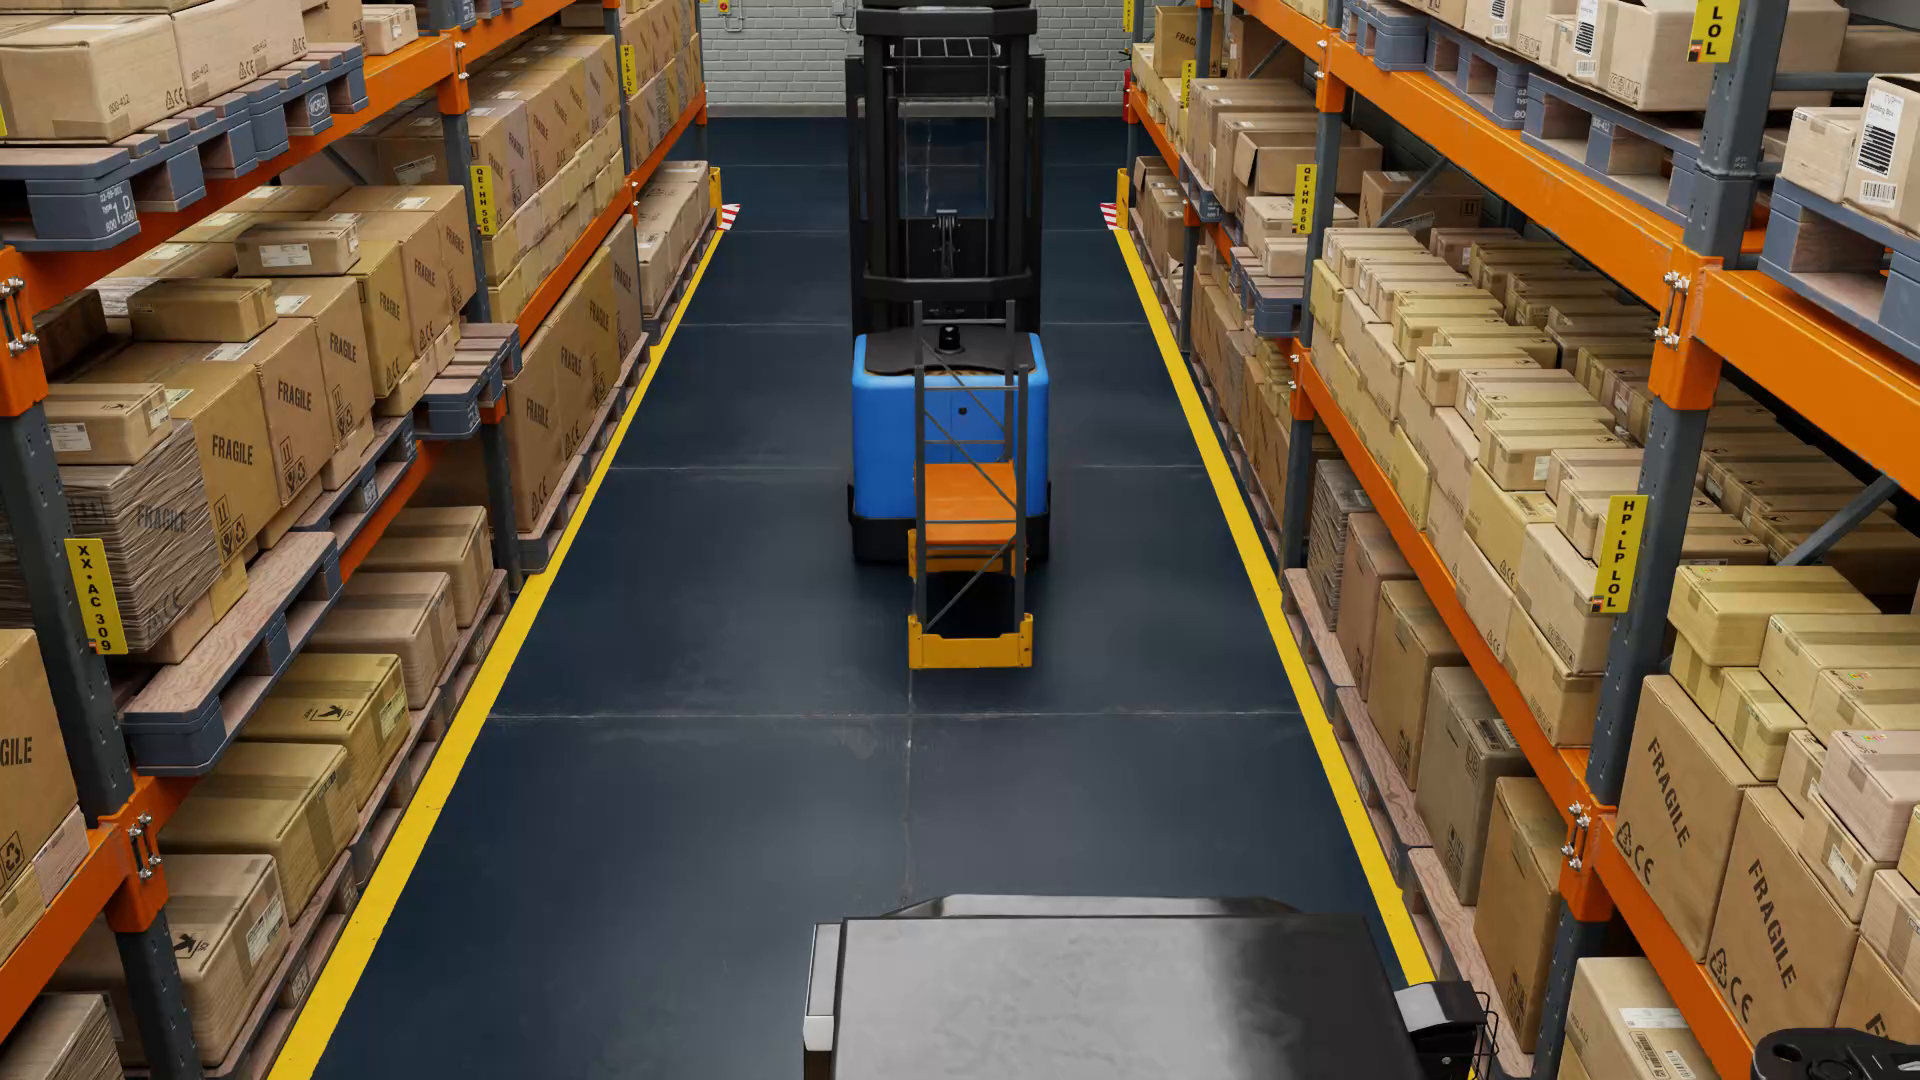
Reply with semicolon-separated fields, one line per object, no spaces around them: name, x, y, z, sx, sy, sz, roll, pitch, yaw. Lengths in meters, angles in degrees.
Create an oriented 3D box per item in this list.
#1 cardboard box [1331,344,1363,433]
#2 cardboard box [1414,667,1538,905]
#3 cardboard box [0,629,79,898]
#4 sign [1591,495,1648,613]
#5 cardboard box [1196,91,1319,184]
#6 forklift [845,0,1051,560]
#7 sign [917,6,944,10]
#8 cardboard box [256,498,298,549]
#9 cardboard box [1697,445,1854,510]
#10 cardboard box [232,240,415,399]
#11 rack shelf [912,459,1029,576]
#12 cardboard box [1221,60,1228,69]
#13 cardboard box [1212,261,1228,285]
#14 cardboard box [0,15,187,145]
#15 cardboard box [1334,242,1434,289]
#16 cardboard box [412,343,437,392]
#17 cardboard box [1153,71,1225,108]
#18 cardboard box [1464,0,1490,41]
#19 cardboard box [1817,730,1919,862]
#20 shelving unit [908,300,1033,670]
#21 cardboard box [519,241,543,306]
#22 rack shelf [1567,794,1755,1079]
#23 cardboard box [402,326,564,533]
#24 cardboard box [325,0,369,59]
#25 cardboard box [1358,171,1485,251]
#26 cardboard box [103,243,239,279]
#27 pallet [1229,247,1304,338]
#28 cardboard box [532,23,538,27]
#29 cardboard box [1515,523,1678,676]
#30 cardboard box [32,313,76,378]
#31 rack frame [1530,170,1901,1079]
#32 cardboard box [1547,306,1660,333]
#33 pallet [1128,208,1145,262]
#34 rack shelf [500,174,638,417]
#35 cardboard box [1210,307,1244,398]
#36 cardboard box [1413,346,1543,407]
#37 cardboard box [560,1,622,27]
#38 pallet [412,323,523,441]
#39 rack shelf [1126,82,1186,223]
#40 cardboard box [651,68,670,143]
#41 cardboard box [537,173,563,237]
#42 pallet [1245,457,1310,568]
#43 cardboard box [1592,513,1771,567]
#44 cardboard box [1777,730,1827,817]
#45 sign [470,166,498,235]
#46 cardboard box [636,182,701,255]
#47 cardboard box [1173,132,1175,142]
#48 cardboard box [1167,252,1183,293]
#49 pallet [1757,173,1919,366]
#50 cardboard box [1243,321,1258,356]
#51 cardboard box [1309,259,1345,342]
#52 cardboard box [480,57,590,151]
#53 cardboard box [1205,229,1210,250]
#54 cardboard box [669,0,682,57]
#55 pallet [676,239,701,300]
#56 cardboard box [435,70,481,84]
cardboard box;1.935;-0.666;7.265;0.500;0.250;0.500;-1;24;-2
cardboard box;2.200;0.878;6.040;0.875;0.625;0.625;0;24;-1
cardboard box;-2.492;0.547;3.918;0.500;0.500;0.500;-1;24;-2
sign;1.675;0.037;4.218;0.100;0.325;0.005;0;24;-1
cardboard box;1.918;-2.597;10.721;0.700;0.500;0.500;0;24;0
forklift;-0.088;-1.792;9.656;1.130;2.935;3.031;-1;24;-2
sign;-0.368;-6.715;20.573;0.329;0.494;0.001;0;24;-1
cardboard box;-2.470;-0.085;5.594;0.380;0.149;0.250;0;24;0
cardboard box;2.476;-0.178;5.095;0.380;0.149;0.250;0;24;-1
cardboard box;-2.483;-0.867;6.536;0.500;0.500;0.500;-2;24;-4
rack shelf;0.035;-0.126;8.145;0.538;0.185;1.000;-1;24;-2
cardboard box;2.362;-3.885;14.020;0.500;0.250;0.500;1;24;1
cardboard box;1.949;-1.859;11.457;0.380;0.149;0.250;-1;24;-2
cardboard box;-2.351;-1.186;4.265;0.500;0.250;0.500;-1;24;-2
cardboard box;1.887;-1.224;7.408;0.380;0.149;0.250;0;24;1
cardboard box;-2.433;-0.727;7.013;0.380;0.149;0.250;-1;24;-3
cardboard box;1.864;-3.674;13.554;0.500;0.250;0.500;-1;24;-2
cardboard box;1.894;-1.736;5.483;0.380;0.149;0.250;-1;24;-1
cardboard box;1.930;0.498;3.240;0.380;0.149;0.250;0;24;1
shelving unit;0.035;-0.294;8.079;0.587;1.500;1.083;-1;24;-2
cardboard box;-2.566;-1.448;8.993;0.500;0.250;0.500;-1;24;-2
rack shelf;2.240;1.674;2.781;1.077;0.370;4.000;0;24;-1
cardboard box;-2.714;-0.610;9.028;0.875;0.875;0.875;0;24;-1
cardboard box;-2.789;-2.124;6.544;0.700;0.500;0.500;0;24;-1
cardboard box;2.325;-1.575;8.462;0.500;0.500;0.500;1;24;2
cardboard box;-2.990;-0.854;6.507;0.500;0.500;0.500;0;24;0
pallet;2.097;-1.317;8.755;1.213;0.211;1.003;0;24;-1
cardboard box;-3.154;-3.672;11.608;0.380;0.149;0.250;-1;24;-2
cardboard box;1.957;0.162;4.827;0.500;0.250;0.500;-1;24;-2
cardboard box;-2.997;-0.595;5.146;0.380;0.149;0.250;-1;24;-2
rack frame;2.218;0.523;4.455;1.000;3.000;0.127;0;24;-1
cardboard box;2.520;-0.808;6.488;0.380;0.149;0.250;-1;24;-1
pallet;2.097;-2.792;15.167;1.003;0.211;1.213;0;24;-1
rack shelf;-2.811;-1.598;10.017;1.077;0.370;4.000;0;24;-1
cardboard box;1.928;-1.201;10.789;0.500;0.500;0.500;-1;24;-2
cardboard box;1.868;-0.594;6.014;0.380;0.149;0.250;-1;24;-2
cardboard box;-2.577;-3.678;11.621;0.380;0.149;0.250;-1;24;-1
pallet;-2.675;-0.721;7.438;1.213;0.211;1.003;0;24;-1
rack shelf;2.109;-3.270;13.714;1.077;0.370;4.000;0;24;-1
cardboard box;-2.576;-3.403;13.012;0.500;0.500;0.500;0;24;0
cardboard box;-2.545;-1.890;9.363;0.500;0.250;0.500;0;24;-1
pallet;2.204;-0.163;9.354;1.003;0.211;1.213;0;24;-1
cardboard box;1.992;0.042;4.609;0.380;0.149;0.250;1;24;1
cardboard box;1.993;0.528;3.534;0.380;0.149;0.250;0;24;-1
sign;-2.247;-1.600;7.838;0.100;0.325;0.005;0;24;-1
cardboard box;-2.751;-2.774;14.342;0.875;0.438;0.875;0;24;1
cardboard box;1.847;-3.112;12.796;0.380;0.149;0.250;0;24;1
cardboard box;1.827;-2.095;13.050;0.396;0.266;0.258;1;24;1
pallet;2.253;-0.452;3.078;1.003;0.211;1.213;0;24;-1
cardboard box;1.929;-1.223;10.050;0.380;0.149;0.250;-1;24;-3
cardboard box;1.910;-1.101;7.620;0.500;0.250;0.500;0;24;-1
cardboard box;-2.578;-2.646;10.126;0.500;0.500;0.500;0;24;1
cardboard box;1.929;-2.109;11.648;0.380;0.149;0.250;-1;24;-1
cardboard box;-2.596;-4.283;13.745;0.500;0.500;0.500;0;24;-1
pallet;-2.779;-2.297;14.073;1.003;0.211;1.213;0;24;-1
cardboard box;-3.067;-2.439;9.669;0.500;0.500;0.500;-1;24;-1
